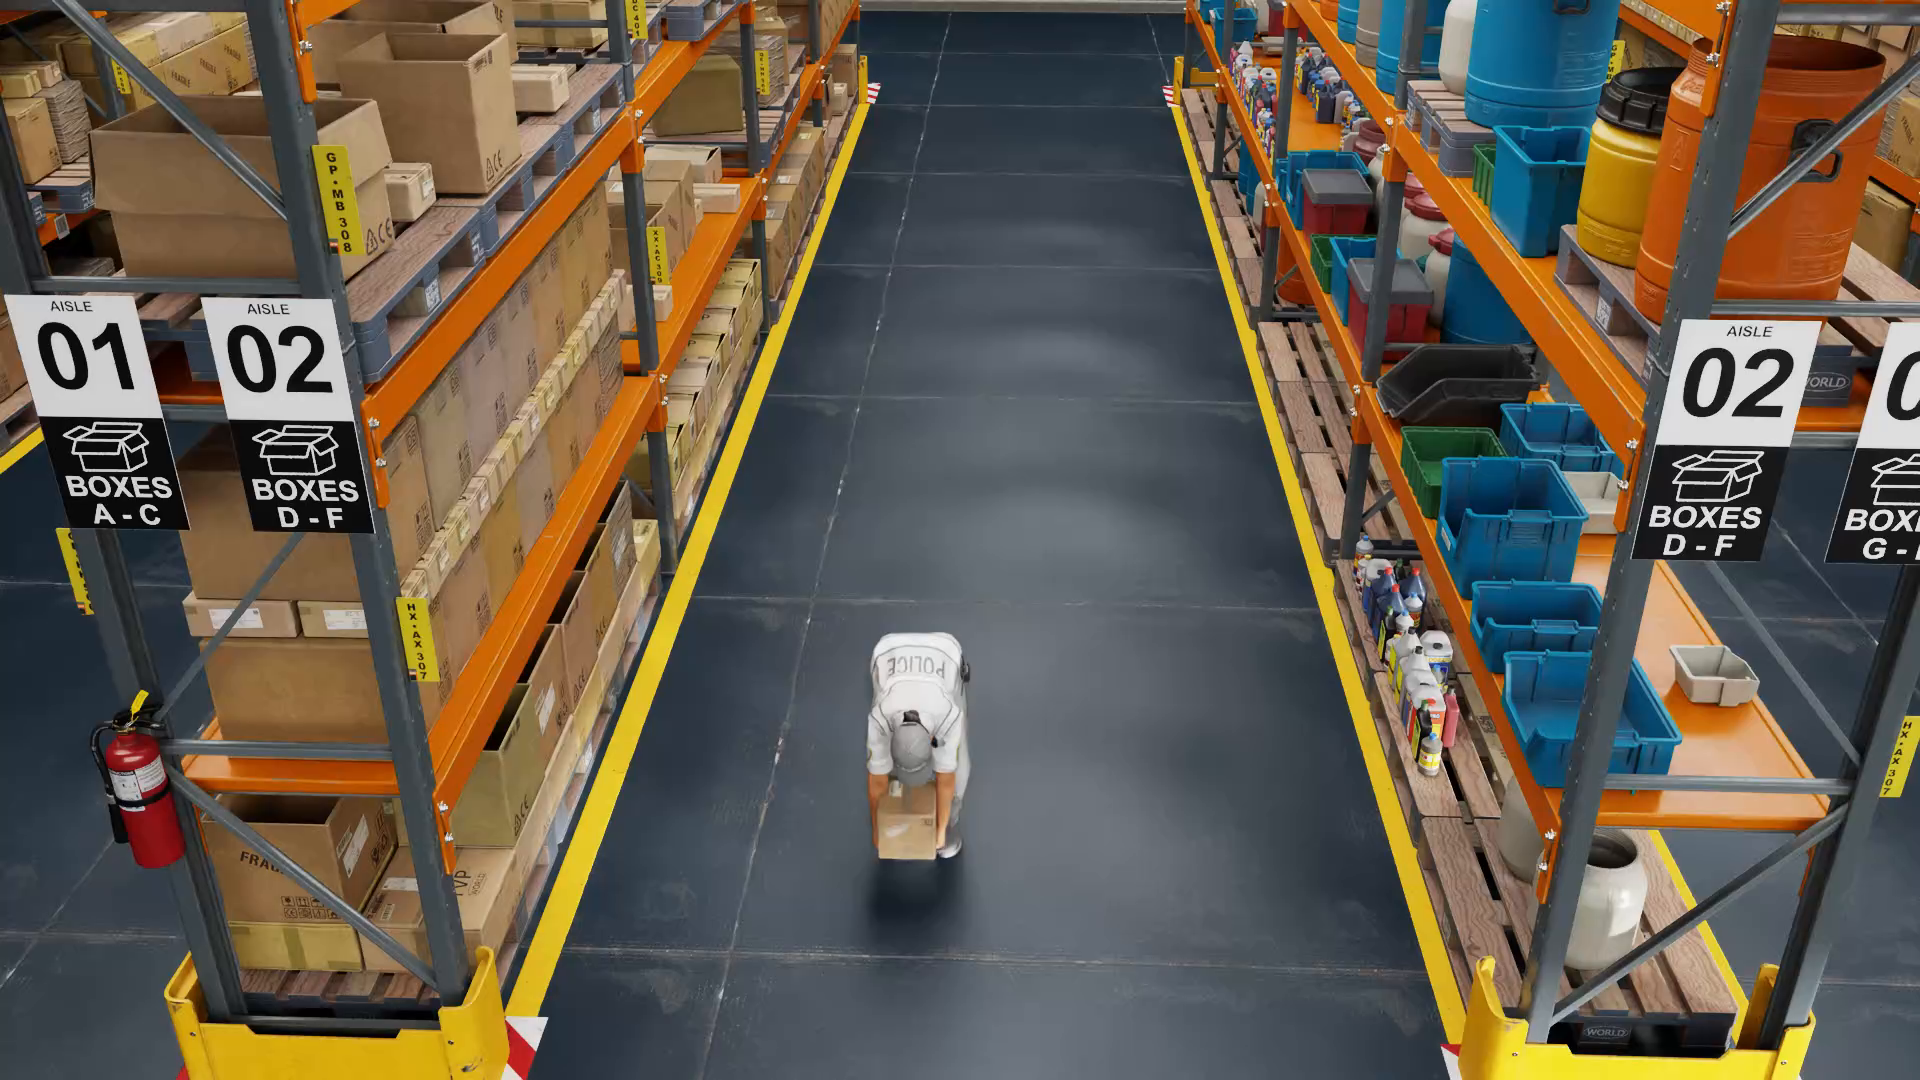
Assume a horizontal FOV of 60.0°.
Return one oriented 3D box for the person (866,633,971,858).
[{"bbox_3d":[-0.181,1.002,7.406,0.466,1.047,0.951,0,28,-1],"label":"person"}]
